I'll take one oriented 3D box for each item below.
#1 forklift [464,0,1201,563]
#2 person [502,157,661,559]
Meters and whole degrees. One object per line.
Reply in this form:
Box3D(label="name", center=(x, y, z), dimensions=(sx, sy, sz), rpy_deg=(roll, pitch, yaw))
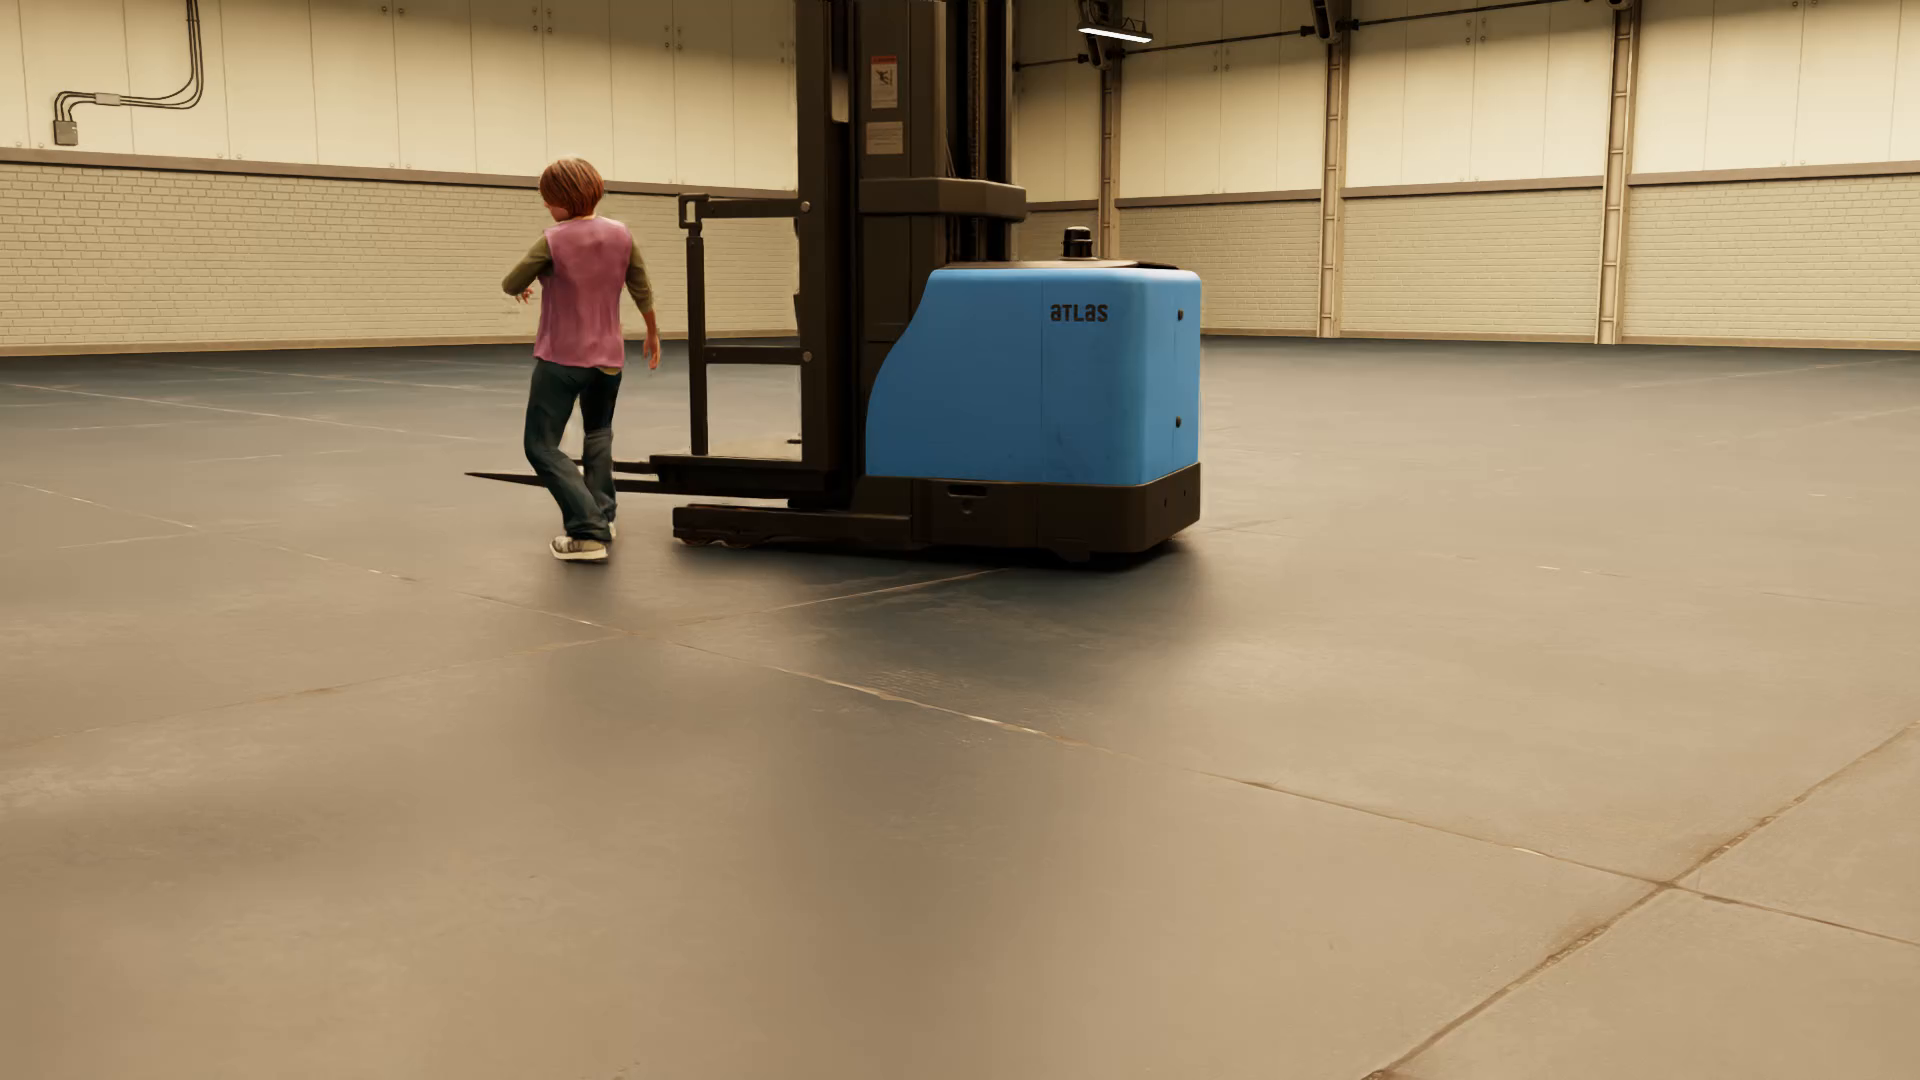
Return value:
Box3D(label="forklift", center=(-0.594, -1.480, 6.704), dimensions=(3.031, 2.935, 1.130), rpy_deg=(3, 9, 21))
Box3D(label="person", center=(-1.441, -0.698, 6.431), dimensions=(0.744, 1.483, 0.677), rpy_deg=(6, 11, 36))
